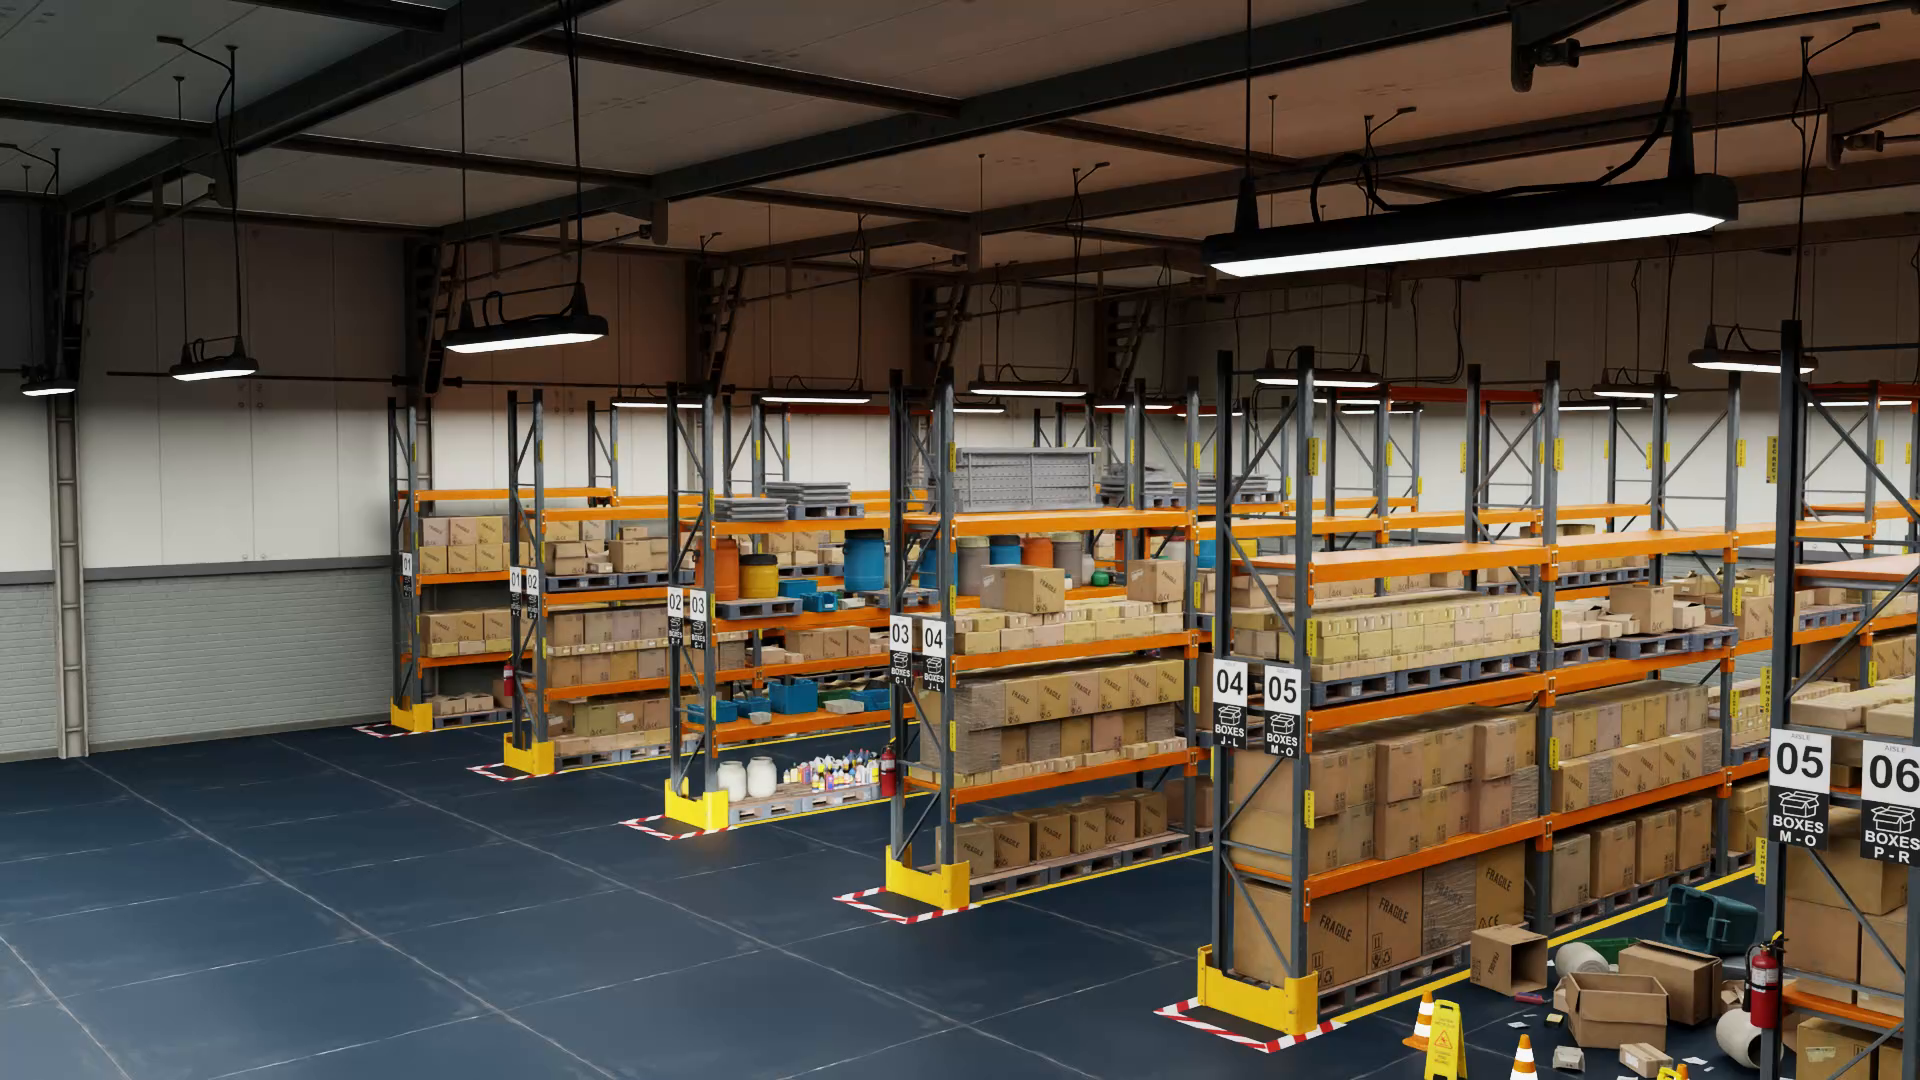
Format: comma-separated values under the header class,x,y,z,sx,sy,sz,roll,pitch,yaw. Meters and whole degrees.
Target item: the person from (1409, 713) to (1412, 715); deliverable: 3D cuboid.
class,x,y,z,sx,sy,sz,roll,pitch,yaw
person,5.935,2.975,22.282,0.530,1.790,0.575,-2,4,-33
